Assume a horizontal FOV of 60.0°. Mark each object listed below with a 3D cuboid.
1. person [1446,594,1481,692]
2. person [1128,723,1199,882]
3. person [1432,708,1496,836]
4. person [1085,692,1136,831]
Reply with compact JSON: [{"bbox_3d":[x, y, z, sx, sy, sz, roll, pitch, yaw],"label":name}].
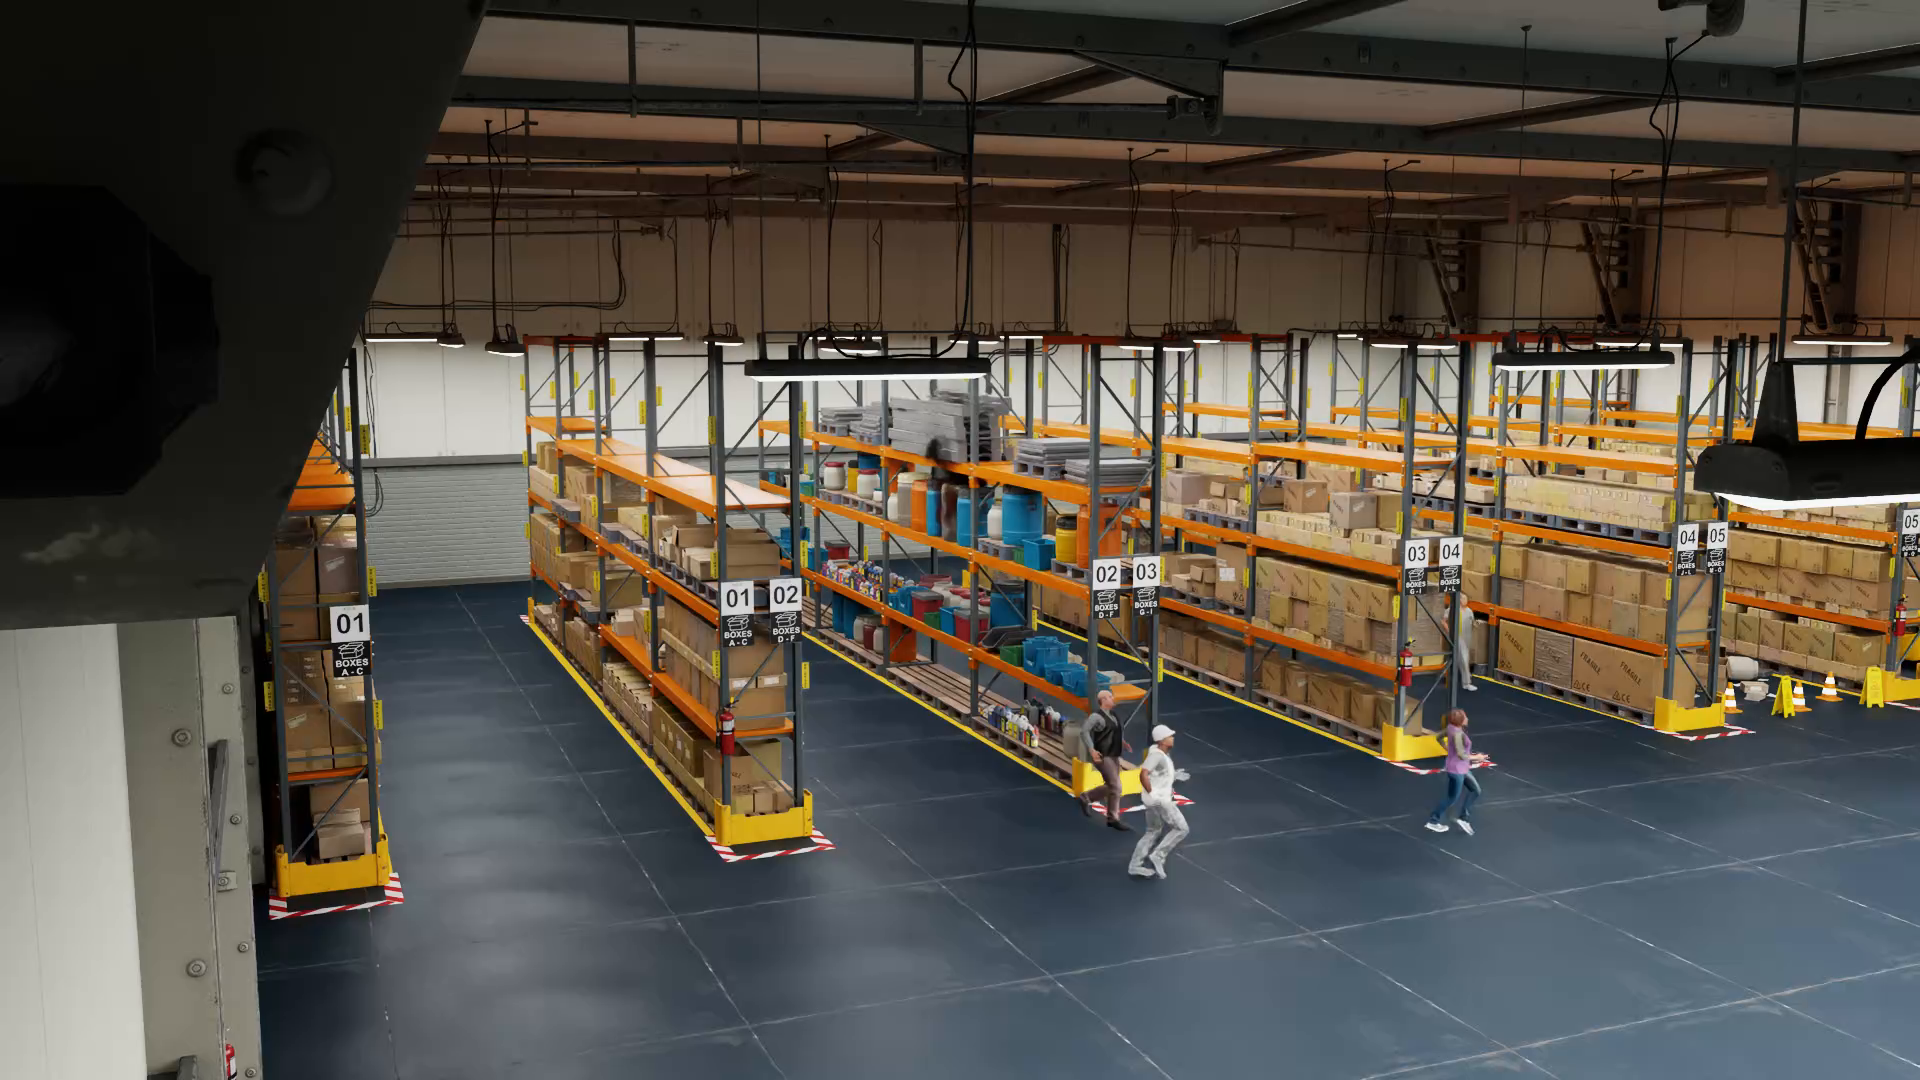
[{"bbox_3d":[8.620,1.735,28.510,0.575,1.635,0.802,-3,8,-24],"label":"person"},{"bbox_3d":[2.313,2.968,18.868,0.806,1.811,0.659,0,8,-2],"label":"person"},{"bbox_3d":[6.195,2.849,20.429,0.733,1.620,0.541,1,8,11],"label":"person"},{"bbox_3d":[1.915,2.754,20.848,0.624,1.681,0.707,5,9,31],"label":"person"}]
